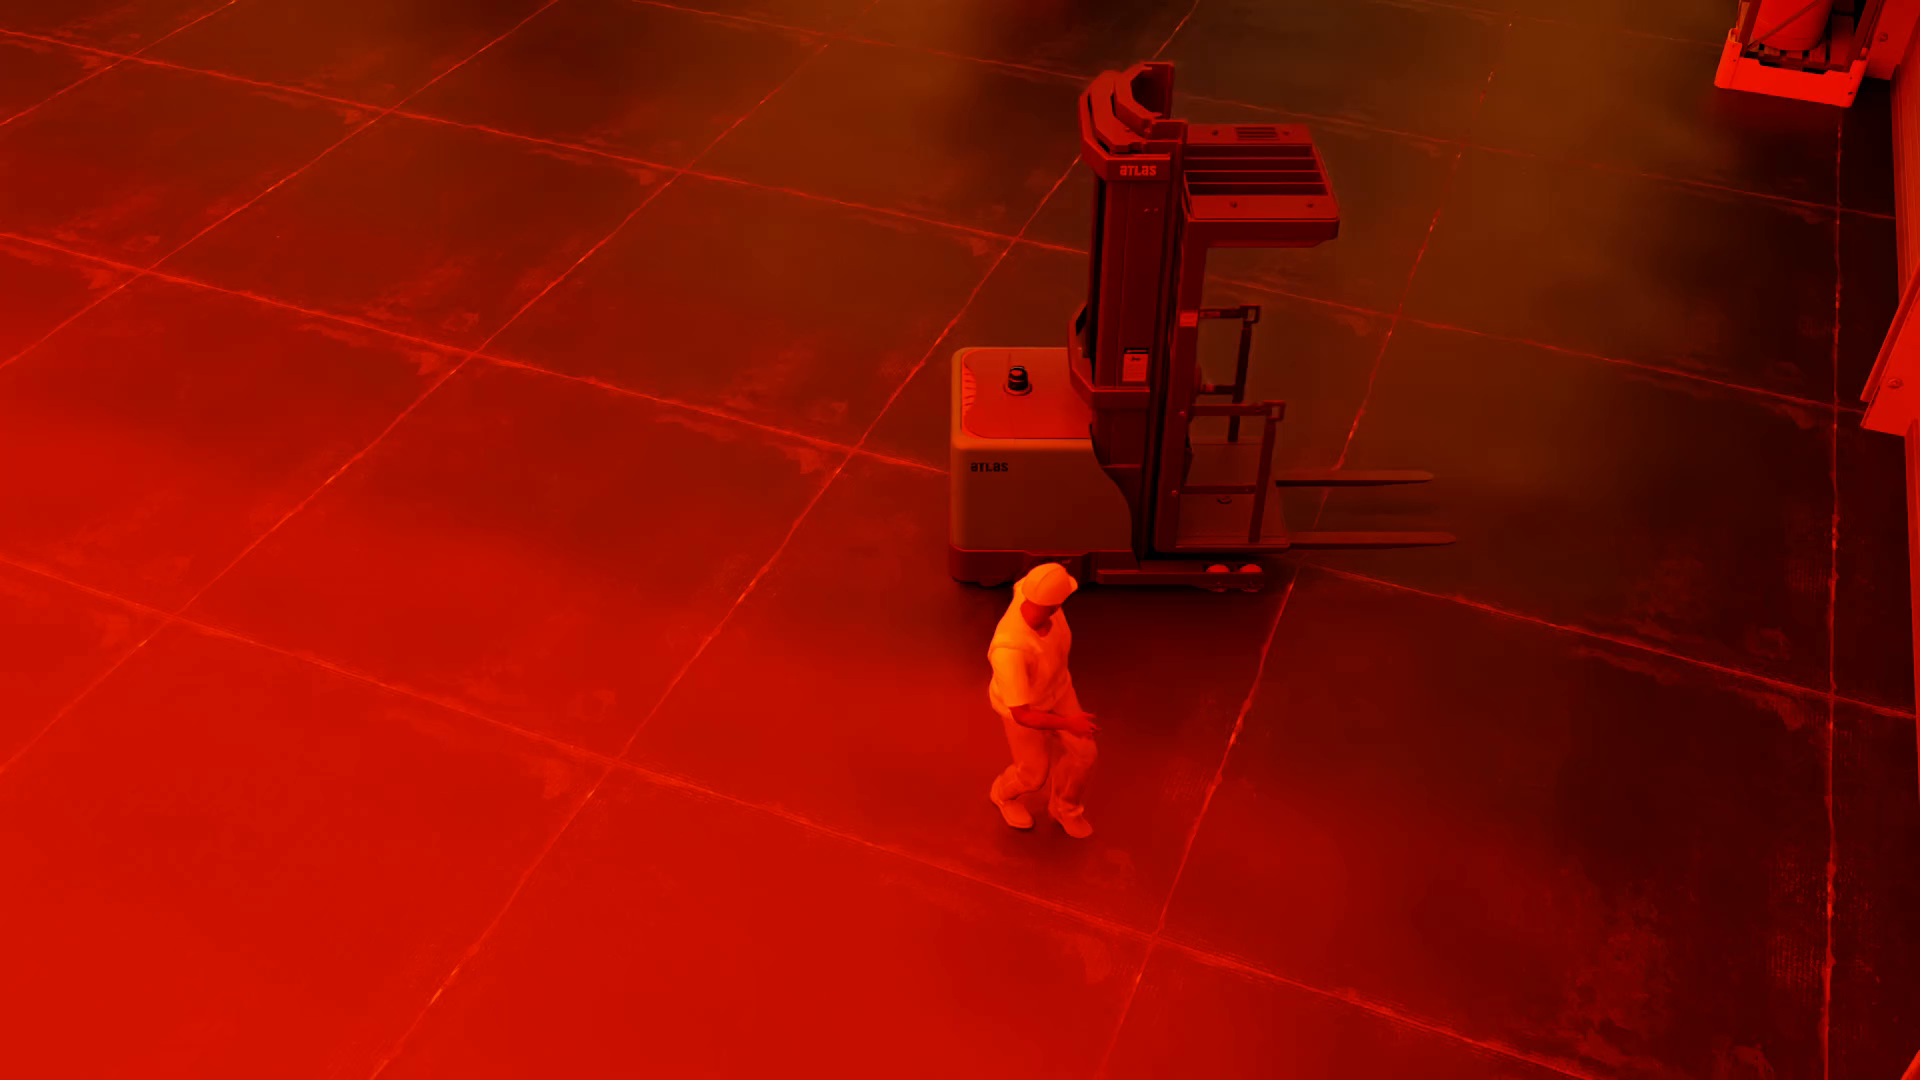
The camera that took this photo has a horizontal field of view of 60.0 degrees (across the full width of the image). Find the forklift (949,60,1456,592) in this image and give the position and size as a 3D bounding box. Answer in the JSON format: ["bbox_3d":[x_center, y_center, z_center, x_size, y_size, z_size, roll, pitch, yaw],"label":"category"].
[{"bbox_3d":[1.450,-1.158,9.389,3.031,2.935,1.130,0,40,0],"label":"forklift"}]

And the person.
[{"bbox_3d":[0.344,0.784,8.076,0.818,1.763,0.657,31,49,32],"label":"person"}]
